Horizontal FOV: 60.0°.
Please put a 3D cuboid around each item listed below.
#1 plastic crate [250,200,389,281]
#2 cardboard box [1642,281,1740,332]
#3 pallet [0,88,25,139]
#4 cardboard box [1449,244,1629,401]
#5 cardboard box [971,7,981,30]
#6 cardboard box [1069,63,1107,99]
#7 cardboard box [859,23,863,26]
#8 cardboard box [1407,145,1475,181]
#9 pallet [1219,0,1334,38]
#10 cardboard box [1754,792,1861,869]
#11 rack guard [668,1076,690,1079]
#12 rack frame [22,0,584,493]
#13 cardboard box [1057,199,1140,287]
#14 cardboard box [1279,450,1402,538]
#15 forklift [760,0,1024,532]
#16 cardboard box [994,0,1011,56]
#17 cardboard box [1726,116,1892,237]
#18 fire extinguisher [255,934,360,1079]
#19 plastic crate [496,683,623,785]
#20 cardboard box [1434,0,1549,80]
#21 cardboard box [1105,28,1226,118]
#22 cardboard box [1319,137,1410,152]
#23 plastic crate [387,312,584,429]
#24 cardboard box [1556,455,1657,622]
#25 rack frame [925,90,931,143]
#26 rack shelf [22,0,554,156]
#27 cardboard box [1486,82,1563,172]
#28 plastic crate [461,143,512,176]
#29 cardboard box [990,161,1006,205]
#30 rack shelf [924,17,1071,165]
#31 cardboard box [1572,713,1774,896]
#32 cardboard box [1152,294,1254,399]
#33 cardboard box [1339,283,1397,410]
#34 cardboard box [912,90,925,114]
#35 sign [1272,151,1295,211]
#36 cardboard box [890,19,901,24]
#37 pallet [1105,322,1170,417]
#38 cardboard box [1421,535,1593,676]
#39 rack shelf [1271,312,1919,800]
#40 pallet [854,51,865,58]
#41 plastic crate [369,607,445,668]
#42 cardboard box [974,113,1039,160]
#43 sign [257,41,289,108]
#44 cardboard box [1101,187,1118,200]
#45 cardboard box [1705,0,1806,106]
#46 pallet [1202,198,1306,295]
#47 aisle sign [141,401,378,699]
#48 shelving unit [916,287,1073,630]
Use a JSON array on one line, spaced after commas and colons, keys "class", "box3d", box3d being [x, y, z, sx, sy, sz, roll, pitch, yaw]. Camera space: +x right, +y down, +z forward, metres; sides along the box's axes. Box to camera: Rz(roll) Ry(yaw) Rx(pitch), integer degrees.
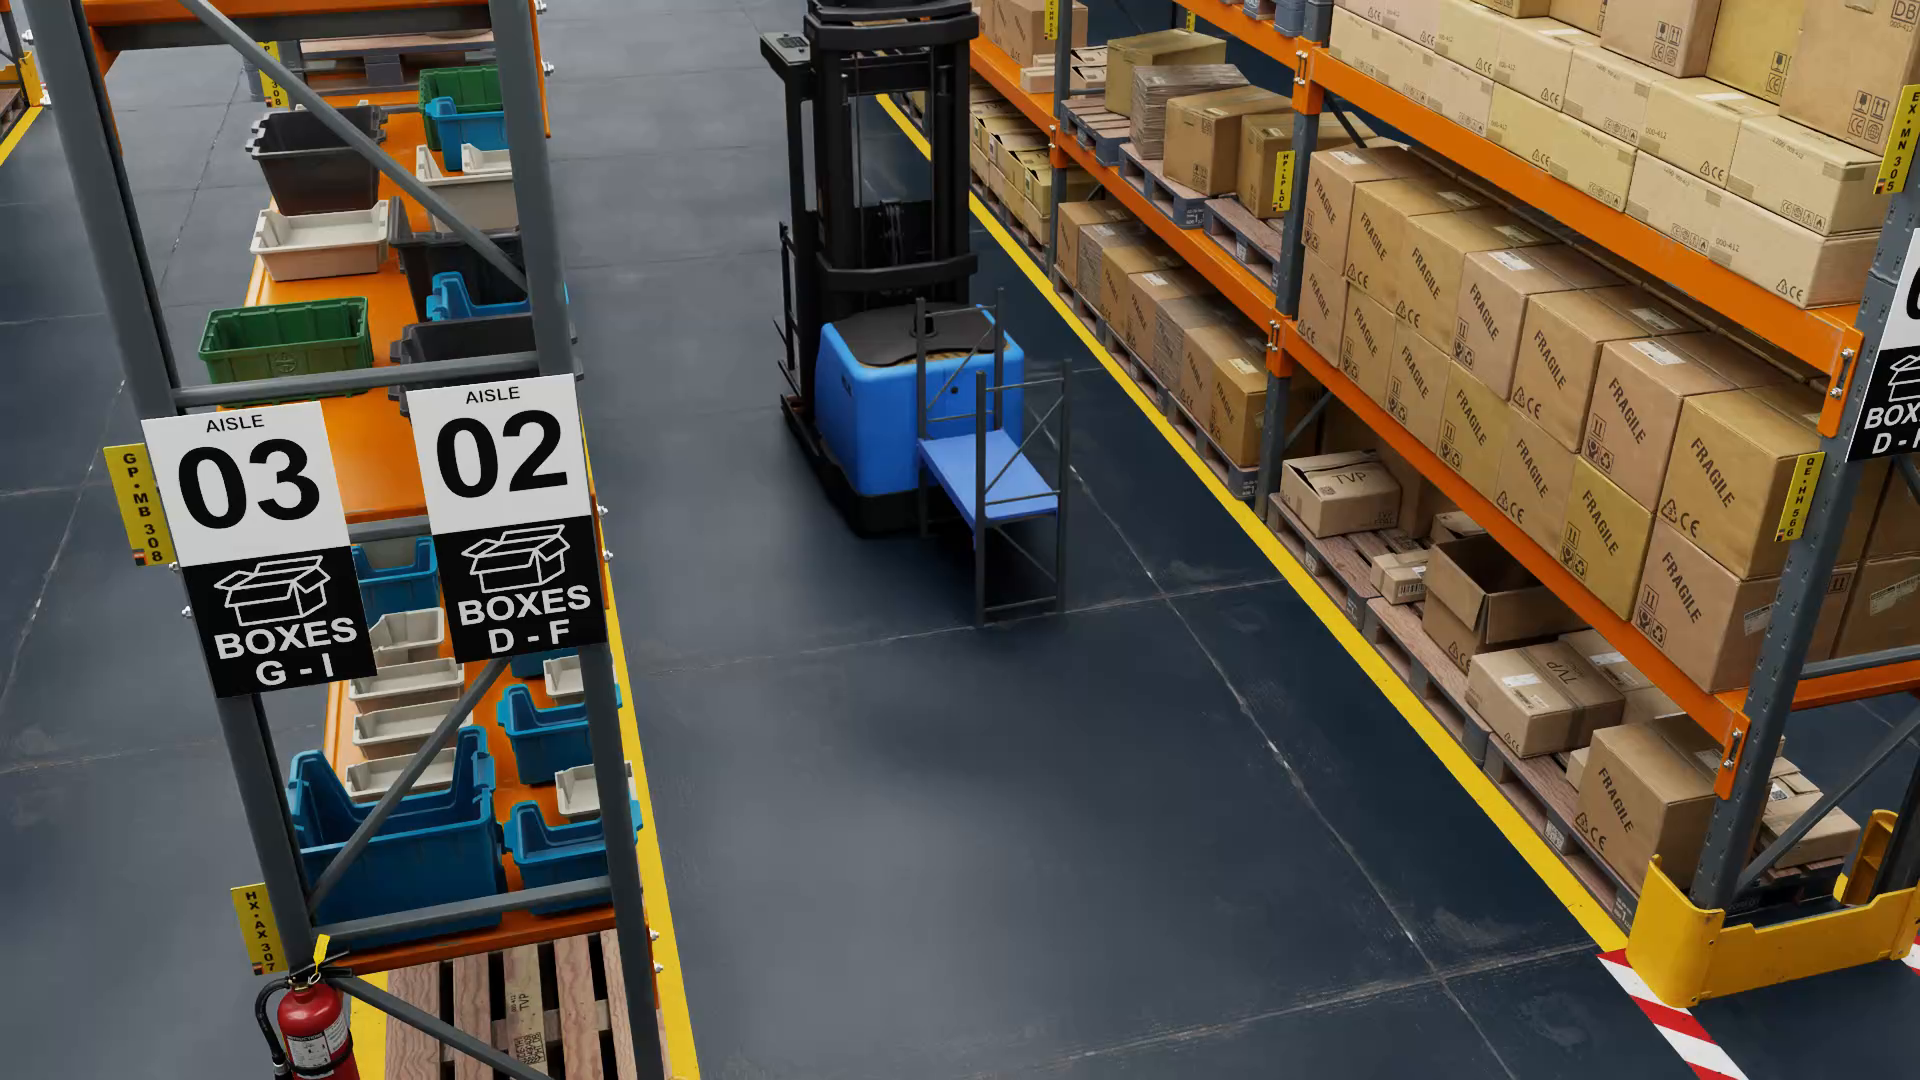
[{"class": "plastic crate", "box3d": [-2.232, -1.060, 5.855, 0.437, 0.136, 0.530, -8, 31, -13]}, {"class": "cardboard box", "box3d": [3.195, -0.786, 7.016, 0.500, 0.500, 0.500, -7, 31, -13]}, {"class": "pallet", "box3d": [-10.265, -4.339, 17.036, 1.003, 0.211, 1.213, -8, 31, -13]}, {"class": "cardboard box", "box3d": [2.536, -0.963, 7.322, 0.500, 0.500, 0.500, -7, 31, -12]}, {"class": "cardboard box", "box3d": [0.185, -4.799, 15.298, 0.380, 0.149, 0.250, -8, 31, -13]}, {"class": "cardboard box", "box3d": [1.155, -3.574, 13.019, 0.500, 0.311, 0.500, -6, 31, -10]}, {"class": "cardboard box", "box3d": [-0.850, -5.757, 19.028, 0.500, 0.250, 0.500, -8, 31, -13]}, {"class": "cardboard box", "box3d": [2.655, -1.765, 8.708, 0.500, 0.500, 0.500, -8, 31, -13]}, {"class": "pallet", "box3d": [2.165, -3.040, 9.202, 1.213, 0.211, 1.003, -8, 31, -13]}, {"class": "cardboard box", "box3d": [3.553, 1.228, 7.040, 0.380, 0.149, 0.250, -8, 31, -13]}, {"class": "rack guard", "box3d": [-1.425, 2.181, 5.482, 1.175, 0.500, 0.348, -8, 31, -13]}, {"class": "rack frame", "box3d": [-1.444, -1.507, 3.370, 1.000, 3.000, 0.127, -8, 31, -13]}, {"class": "cardboard box", "box3d": [1.054, -2.282, 12.754, 0.500, 0.500, 0.500, -7, 31, -11]}, {"class": "cardboard box", "box3d": [2.174, -0.294, 9.509, 0.500, 0.311, 0.500, -8, 31, -13]}, {"class": "forklift", "box3d": [-0.560, -2.039, 10.346, 1.130, 2.935, 3.031, -9, 31, -16]}, {"class": "cardboard box", "box3d": [0.608, -4.537, 14.494, 0.500, 0.500, 0.500, -8, 31, -13]}, {"class": "cardboard box", "box3d": [2.950, -1.231, 5.539, 0.500, 0.250, 0.500, -8, 31, -13]}, {"class": "fire extinguisher", "box3d": [-1.842, 1.418, 4.756, 0.296, 0.674, 0.183, -8, 31, -13]}, {"class": "plastic crate", "box3d": [-1.367, 0.655, 5.731, 0.416, 0.233, 0.300, -8, 31, -13]}, {"class": "cardboard box", "box3d": [2.416, -2.197, 7.207, 0.500, 0.250, 0.500, -8, 31, -13]}, {"class": "cardboard box", "box3d": [1.485, -3.367, 12.054, 0.700, 0.500, 0.500, -19, 35, -30]}, {"class": "cardboard box", "box3d": [2.361, -1.983, 9.662, 0.700, 0.500, 0.500, -19, 35, -30]}, {"class": "plastic crate", "box3d": [-1.278, -0.375, 4.540, 0.497, 0.269, 0.590, -8, 31, -13]}, {"class": "cardboard box", "box3d": [2.810, -0.041, 6.726, 0.500, 0.500, 0.500, -8, 31, -13]}, {"class": "rack frame", "box3d": [0.147, -5.363, 16.021, 1.000, 3.000, 0.127, -8, 31, -13]}, {"class": "rack shelf", "box3d": [-1.975, -1.988, 5.320, 1.077, 0.370, 4.000, -8, 31, -13]}, {"class": "cardboard box", "box3d": [2.557, -1.740, 6.917, 0.500, 0.250, 0.500, -8, 31, -13]}, {"class": "plastic crate", "box3d": [-1.801, -1.463, 6.552, 0.293, 0.136, 0.466, -8, 31, -13]}, {"class": "cardboard box", "box3d": [0.563, -3.136, 14.500, 0.500, 0.250, 0.500, -7, 31, -12]}, {"class": "rack shelf", "box3d": [0.678, -4.086, 14.533, 1.077, 0.370, 4.000, -8, 31, -13]}, {"class": "cardboard box", "box3d": [2.951, 1.094, 6.921, 0.500, 0.500, 0.500, -8, 31, -13]}, {"class": "cardboard box", "box3d": [1.608, -1.290, 11.041, 0.500, 0.500, 0.500, -7, 31, -13]}, {"class": "cardboard box", "box3d": [2.282, -1.013, 8.406, 0.500, 0.500, 0.500, -7, 31, -12]}, {"class": "cardboard box", "box3d": [-0.186, -4.550, 16.942, 0.500, 0.250, 0.500, -8, 31, -13]}, {"class": "sign", "box3d": [1.737, -1.925, 8.925, 0.100, 0.325, 0.005, -8, 31, -13]}, {"class": "cardboard box", "box3d": [-0.444, -5.358, 17.590, 0.500, 0.500, 0.500, -8, 31, -13]}, {"class": "pallet", "box3d": [1.691, -1.270, 11.734, 1.003, 0.211, 1.213, -8, 31, -13]}, {"class": "cardboard box", "box3d": [2.774, 0.298, 8.294, 0.797, 0.503, 0.637, -8, 31, -13]}, {"class": "rack shelf", "box3d": [2.802, -0.222, 7.857, 1.077, 0.370, 4.000, -8, 31, -13]}, {"class": "pallet", "box3d": [-0.671, -5.724, 19.429, 1.003, 0.211, 1.213, -8, 31, -13]}, {"class": "plastic crate", "box3d": [-2.092, 0.394, 6.278, 0.298, 0.136, 0.250, -8, 31, -13]}, {"class": "cardboard box", "box3d": [0.426, -3.622, 14.780, 0.500, 0.311, 0.500, -7, 31, -12]}, {"class": "sign", "box3d": [-3.037, -2.072, 7.333, 0.100, 0.325, 0.005, -8, 31, -13]}, {"class": "cardboard box", "box3d": [1.353, -2.958, 13.631, 0.500, 0.311, 0.500, -7, 31, -12]}, {"class": "cardboard box", "box3d": [3.129, -1.840, 5.843, 0.700, 0.500, 0.500, -8, 31, -13]}, {"class": "pallet", "box3d": [2.164, -1.817, 10.086, 1.003, 0.211, 1.213, -8, 31, -13]}, {"class": "aisle sign", "box3d": [-1.708, 0.038, 4.095, 0.394, 0.787, 0.004, -8, 31, -13]}, {"class": "shelving unit", "box3d": [0.162, -0.455, 9.039, 0.538, 1.500, 1.048, -9, 31, -16]}]
